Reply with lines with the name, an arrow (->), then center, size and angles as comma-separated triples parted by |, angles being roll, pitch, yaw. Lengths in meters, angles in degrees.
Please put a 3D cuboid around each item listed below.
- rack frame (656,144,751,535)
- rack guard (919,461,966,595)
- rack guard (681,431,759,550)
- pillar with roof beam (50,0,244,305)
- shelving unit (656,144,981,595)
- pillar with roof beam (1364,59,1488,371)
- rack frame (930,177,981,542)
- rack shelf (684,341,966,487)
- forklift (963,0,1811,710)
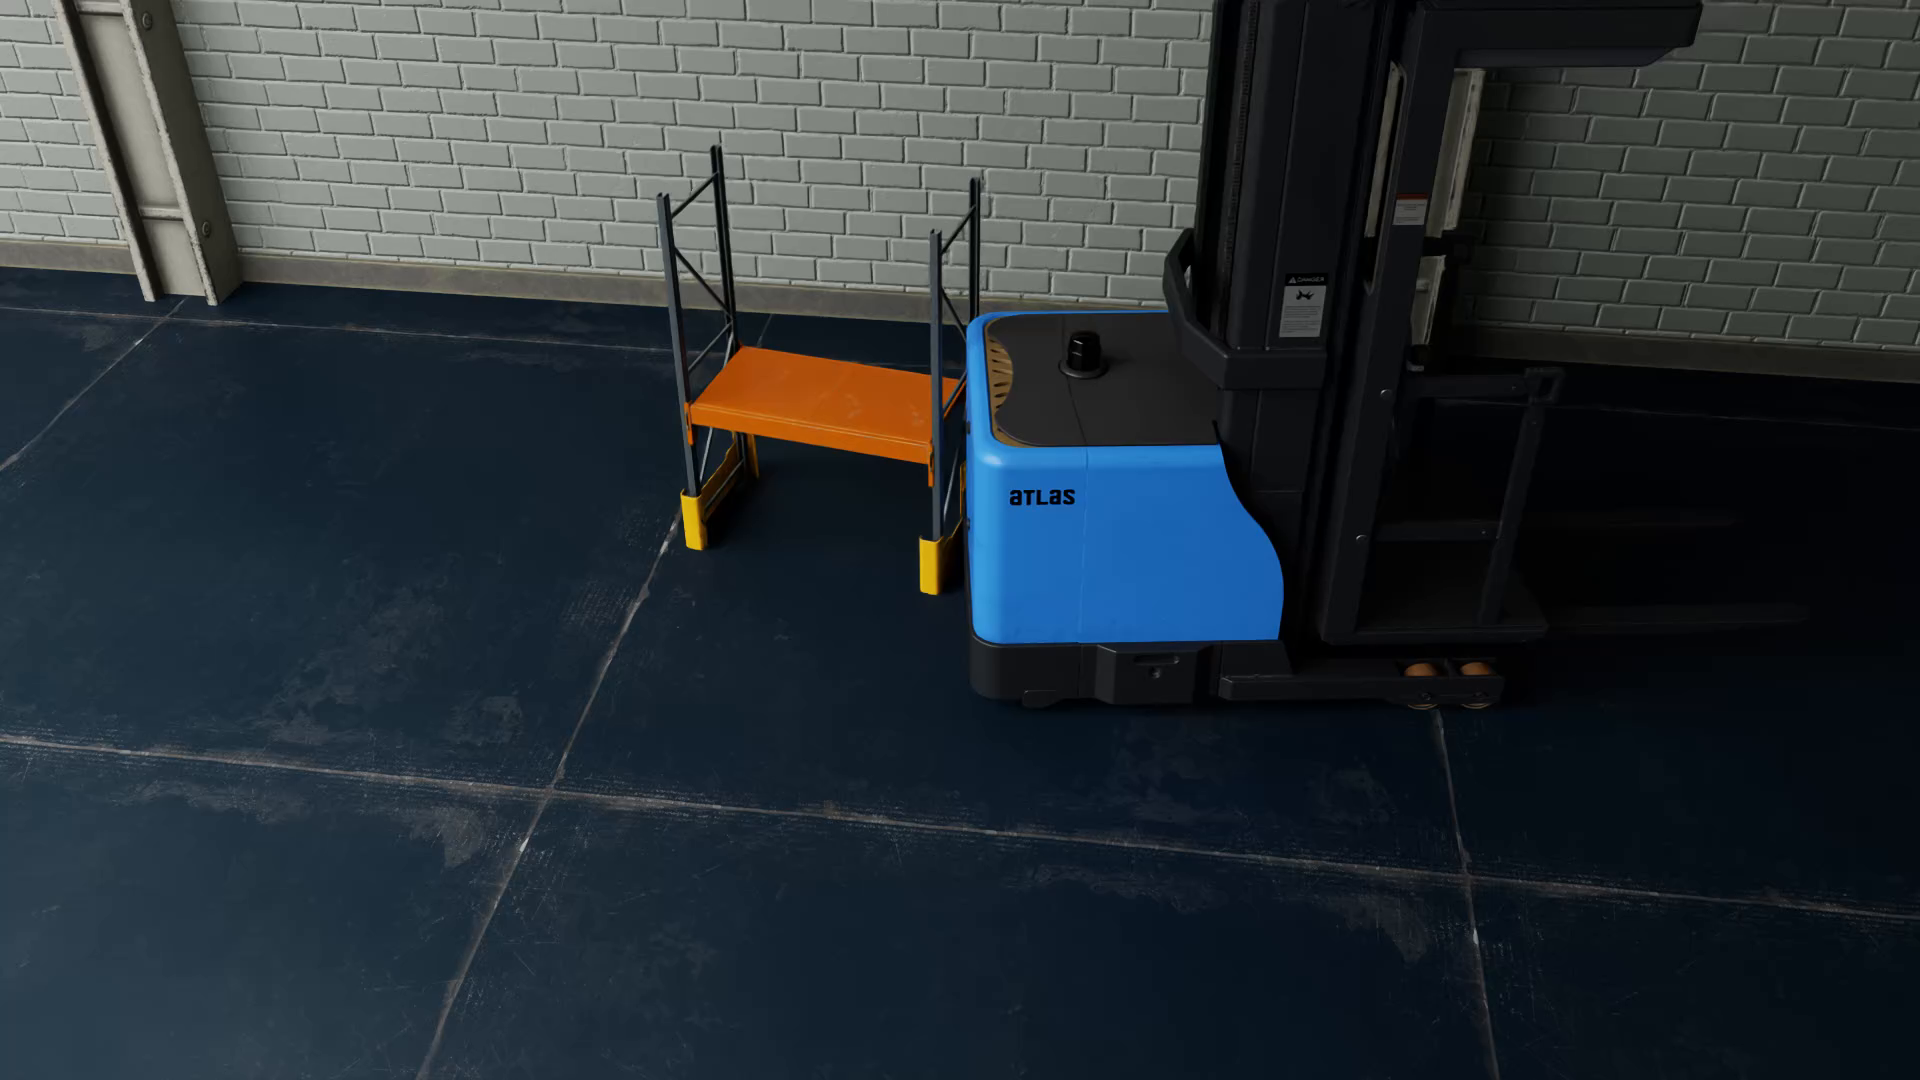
rack frame -> -0.984, -0.737, 6.491 | 0.032, 1.500, 0.500 | 10, 37, 14
rack guard -> -0.033, -0.054, 6.611 | 0.087, 0.250, 0.587 | 10, 37, 14
rack guard -> -0.983, -0.228, 6.854 | 0.087, 0.250, 0.587 | 10, 37, 14
pillar with roof beam -> -4.479, -2.473, 2.468 | 0.400, 9.000, 9.100 | 4, 36, 6
shelving unit -> -0.508, -0.650, 6.369 | 1.083, 1.500, 0.587 | 10, 37, 14
pillar with roof beam -> 1.472, -2.029, 1.846 | 0.400, 9.000, 9.100 | 4, 36, 6
rack frame -> -0.014, -0.559, 6.243 | 0.032, 1.500, 0.500 | 10, 37, 14
rack shelf -> -0.499, -0.502, 6.472 | 1.000, 0.185, 0.538 | 10, 37, 14
forklift -> 1.537, -0.900, 5.488 | 3.031, 2.935, 1.130 | -1, 36, -1
